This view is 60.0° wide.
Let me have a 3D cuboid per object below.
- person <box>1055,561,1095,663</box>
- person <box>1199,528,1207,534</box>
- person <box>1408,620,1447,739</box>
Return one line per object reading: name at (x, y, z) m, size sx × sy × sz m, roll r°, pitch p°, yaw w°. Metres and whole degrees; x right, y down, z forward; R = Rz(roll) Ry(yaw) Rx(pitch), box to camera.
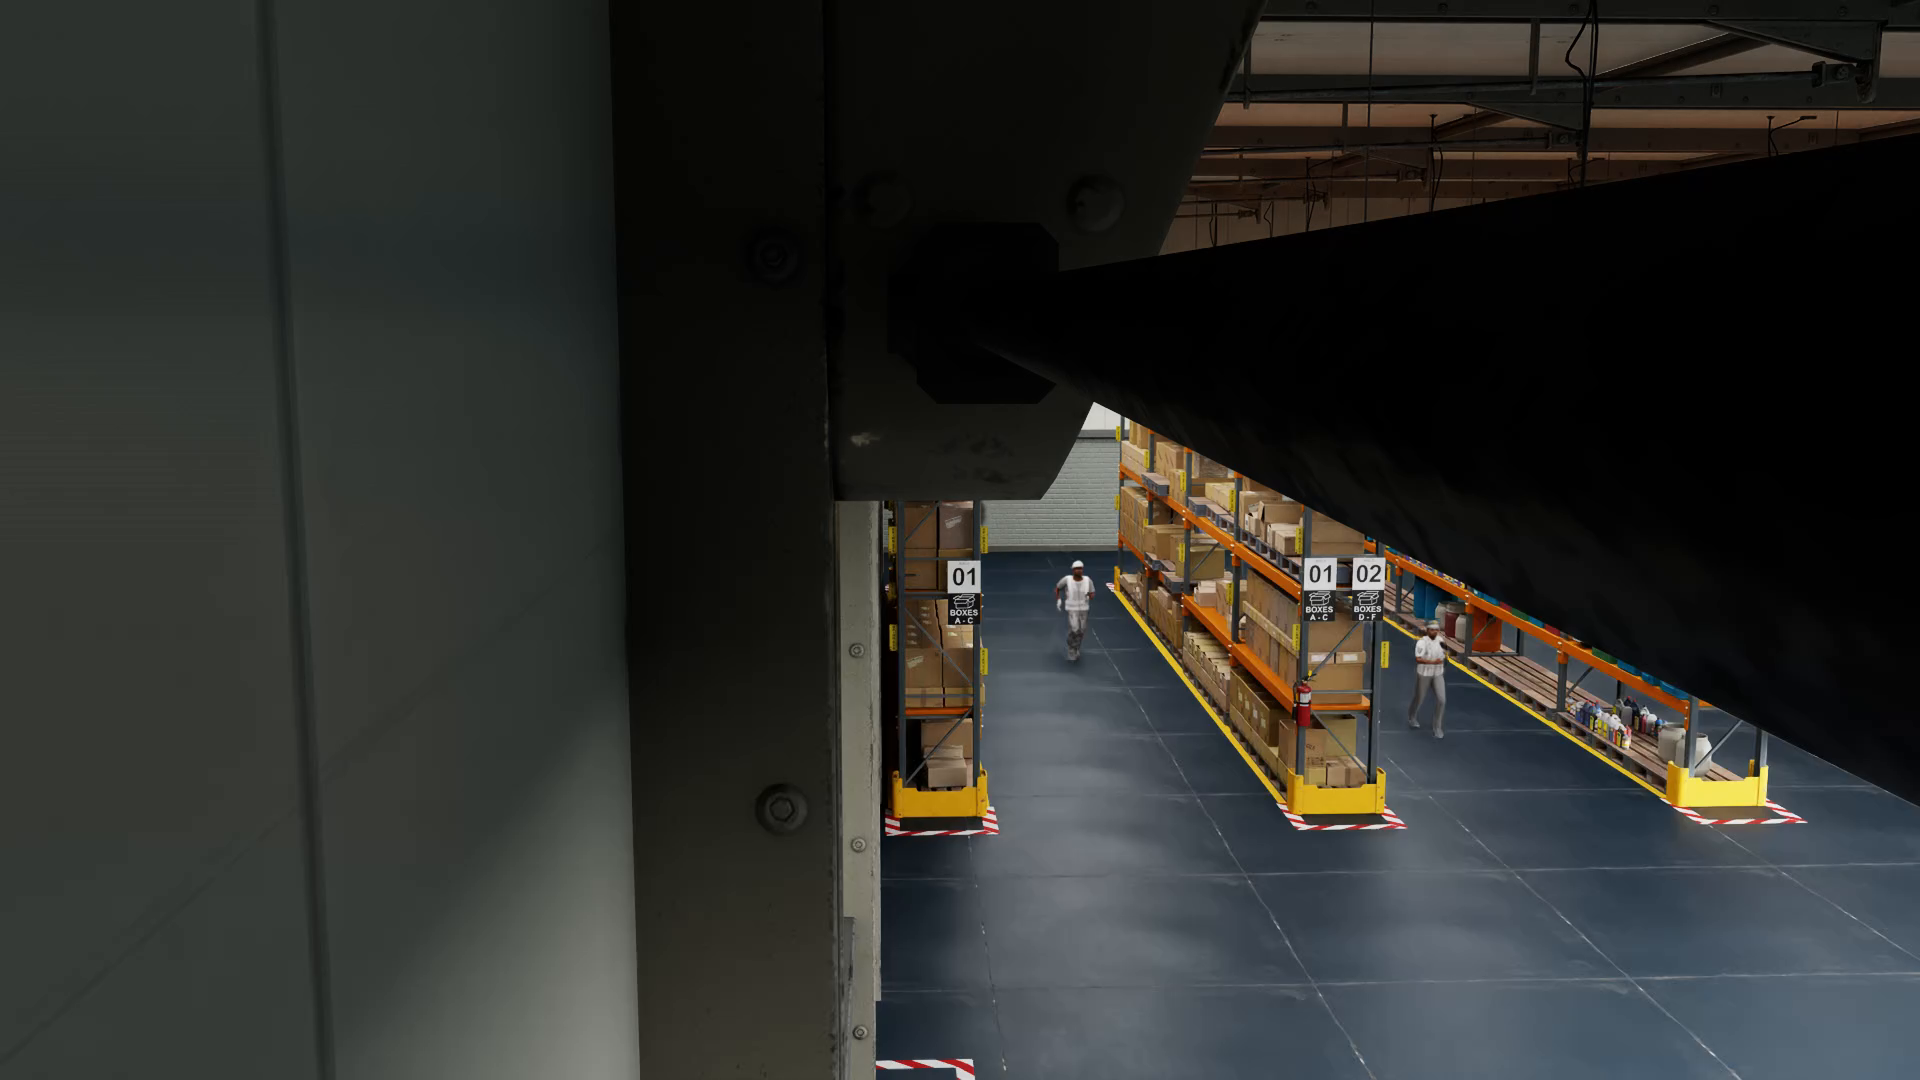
person at (2.057, 1.257, 29.199) m, size 0.657 × 1.793 × 0.714 m, roll -2°, pitch 9°, yaw -15°
person at (5.365, 0.277, 36.758) m, size 0.628 × 1.639 × 0.768 m, roll -5°, pitch 10°, yaw -31°
person at (6.873, 2.004, 24.337) m, size 0.562 × 1.749 × 0.847 m, roll -2°, pitch 8°, yaw -13°
